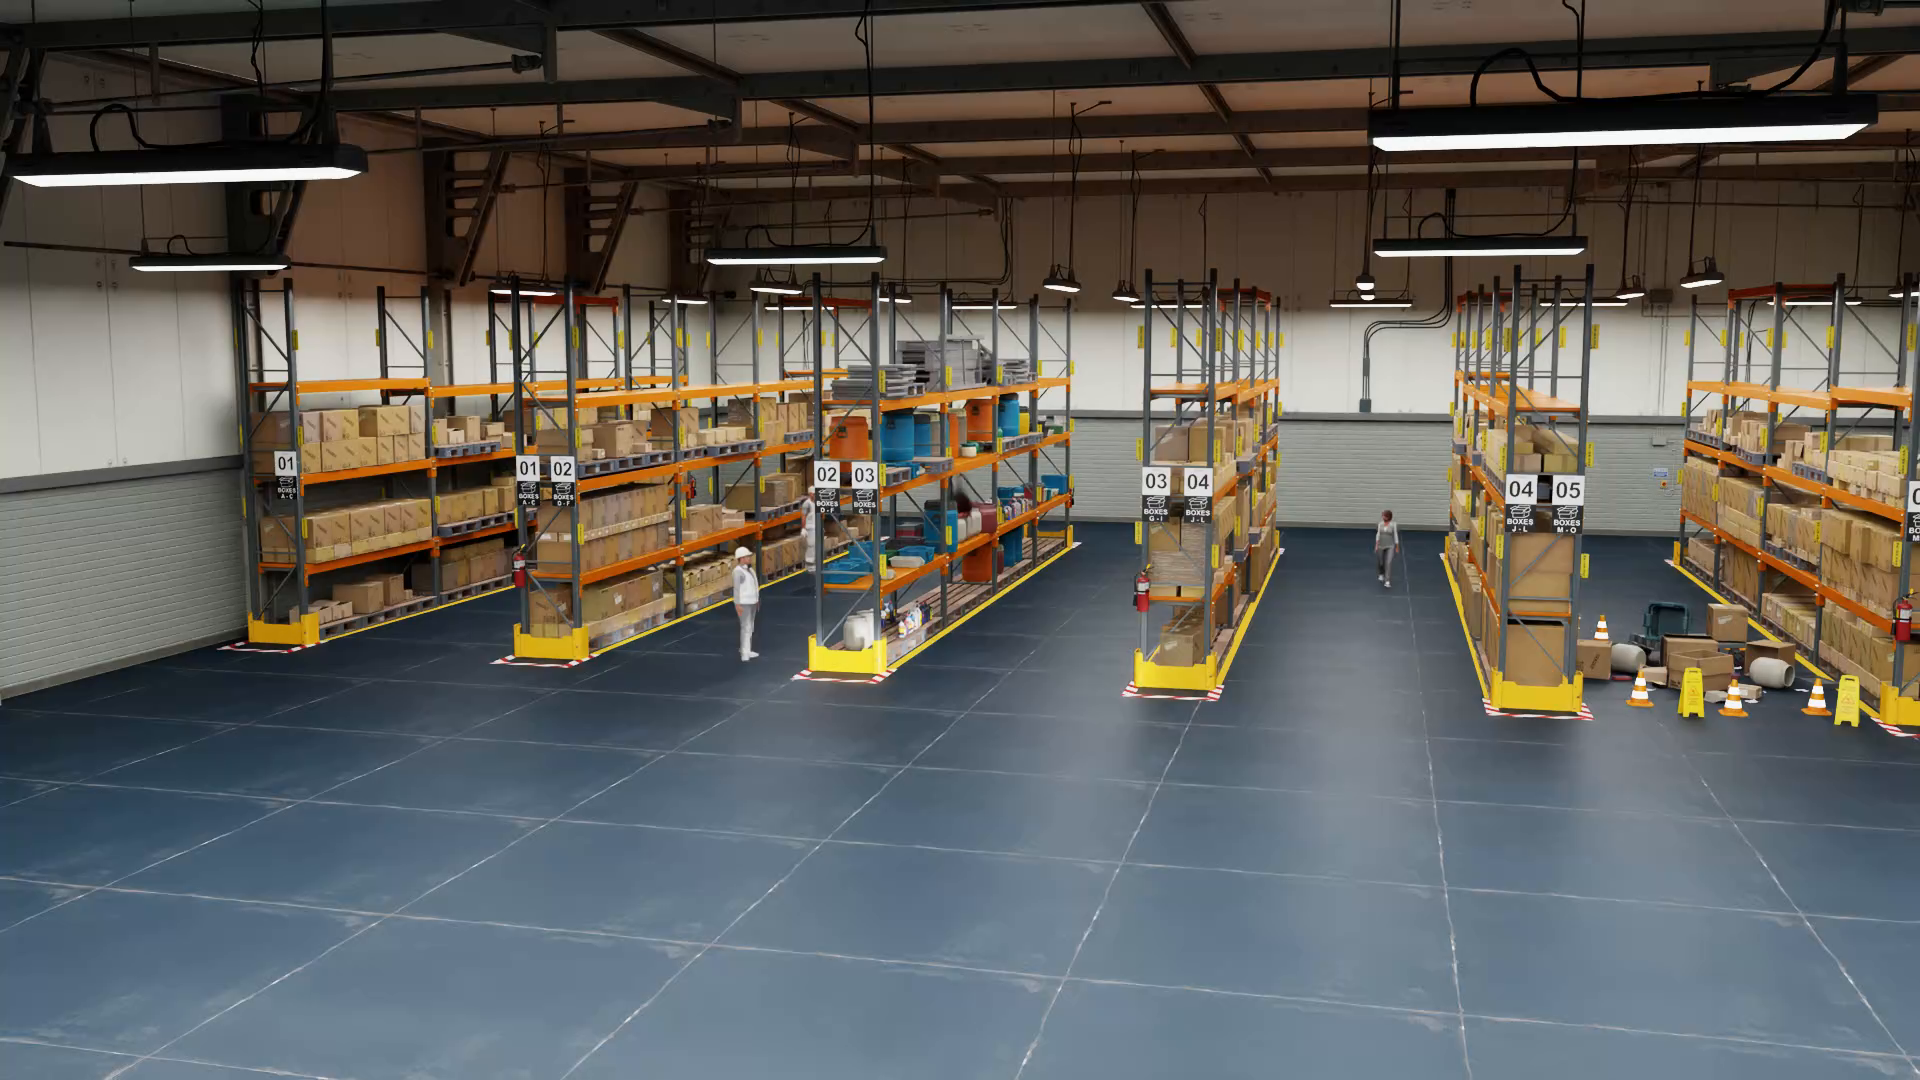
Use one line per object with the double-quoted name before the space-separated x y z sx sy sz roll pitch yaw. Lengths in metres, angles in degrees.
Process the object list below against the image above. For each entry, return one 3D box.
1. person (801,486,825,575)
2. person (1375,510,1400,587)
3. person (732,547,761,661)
"person" -2.945 -0.204 33.632 0.427 1.805 0.574 2 7 15
"person" 8.733 0.151 33.991 0.497 1.557 0.823 1 7 12
"person" -3.369 0.993 26.220 0.361 1.778 0.607 2 7 16
